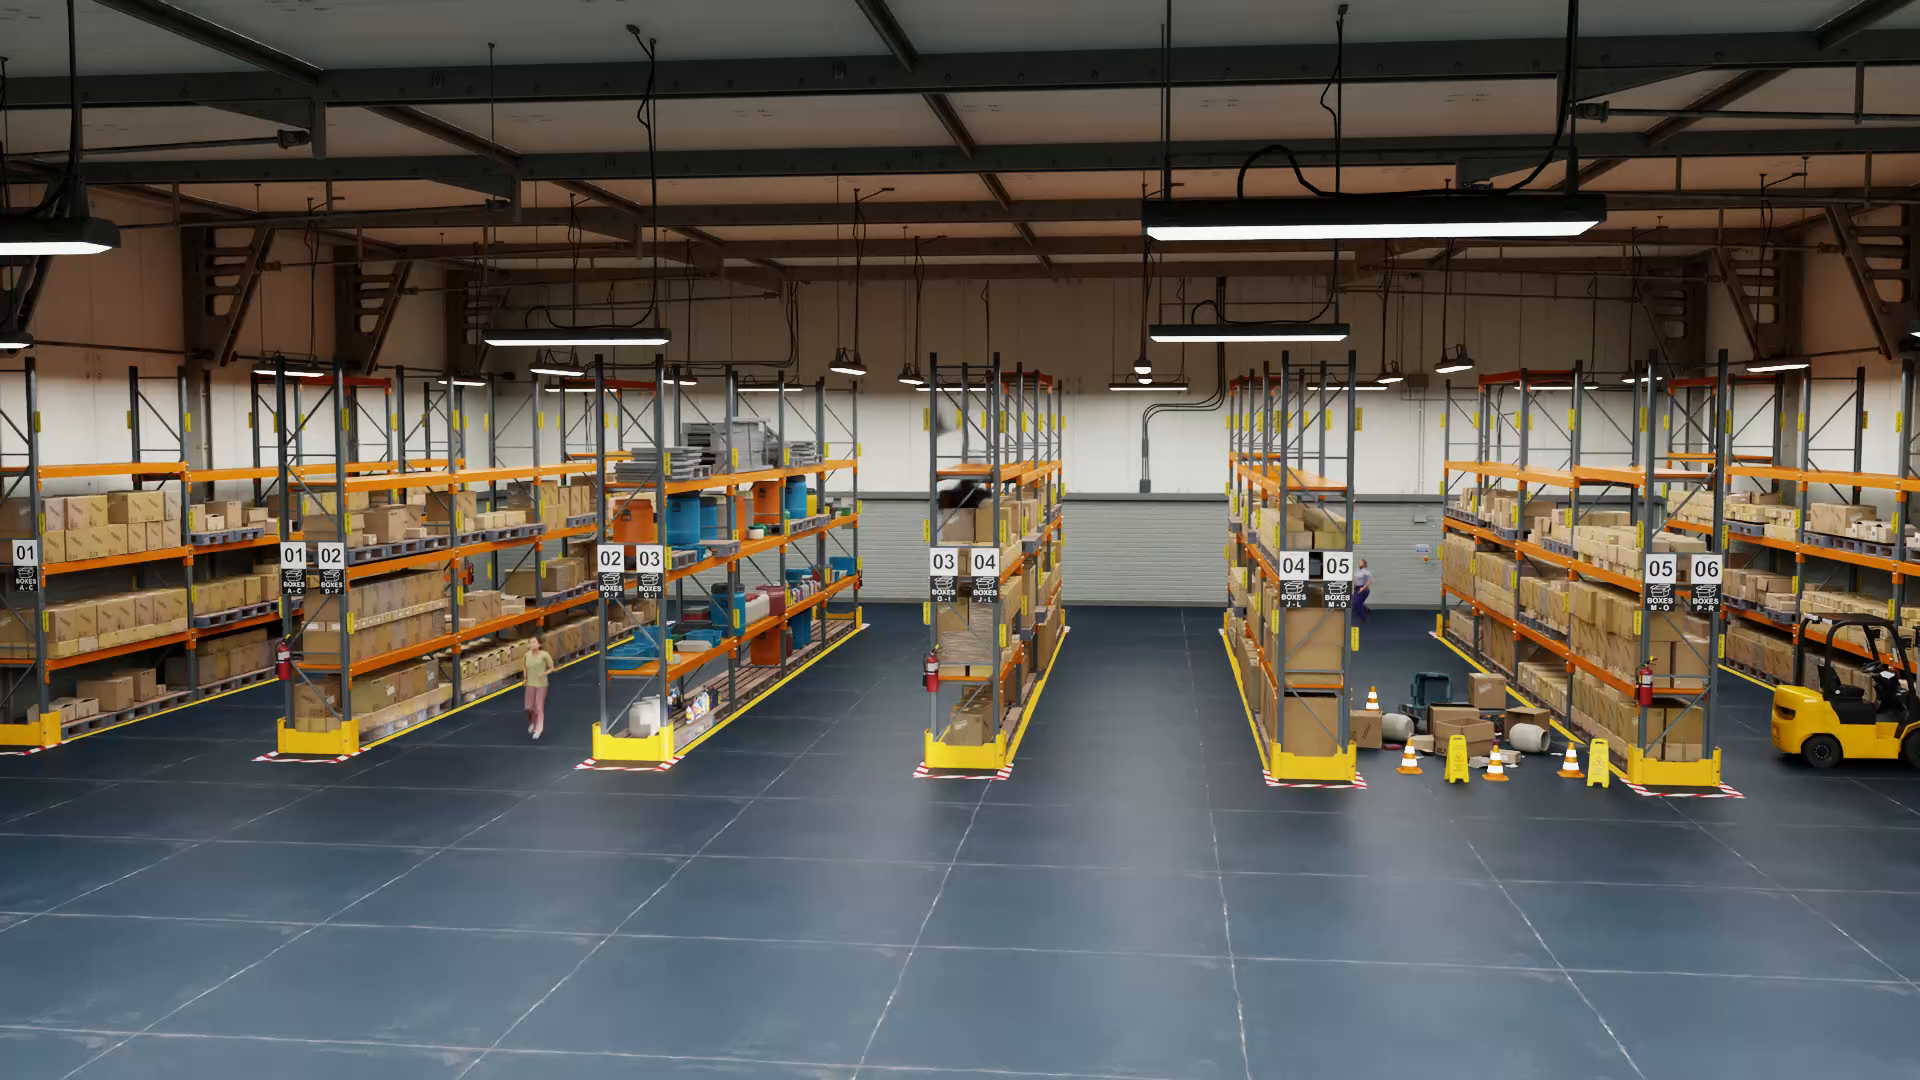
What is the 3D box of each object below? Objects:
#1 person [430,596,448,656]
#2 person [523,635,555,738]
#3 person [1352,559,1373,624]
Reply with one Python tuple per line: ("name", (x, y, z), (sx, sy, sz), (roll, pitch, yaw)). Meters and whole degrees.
("person", (-10.608, 1.752, 33.511), (0.712, 1.776, 0.954), (0, 4, -7))
("person", (-6.702, 2.328, 26.314), (0.566, 1.629, 0.541), (0, 4, 4))
("person", (10.041, 1.280, 41.450), (0.535, 1.617, 0.603), (-2, 4, -22))
